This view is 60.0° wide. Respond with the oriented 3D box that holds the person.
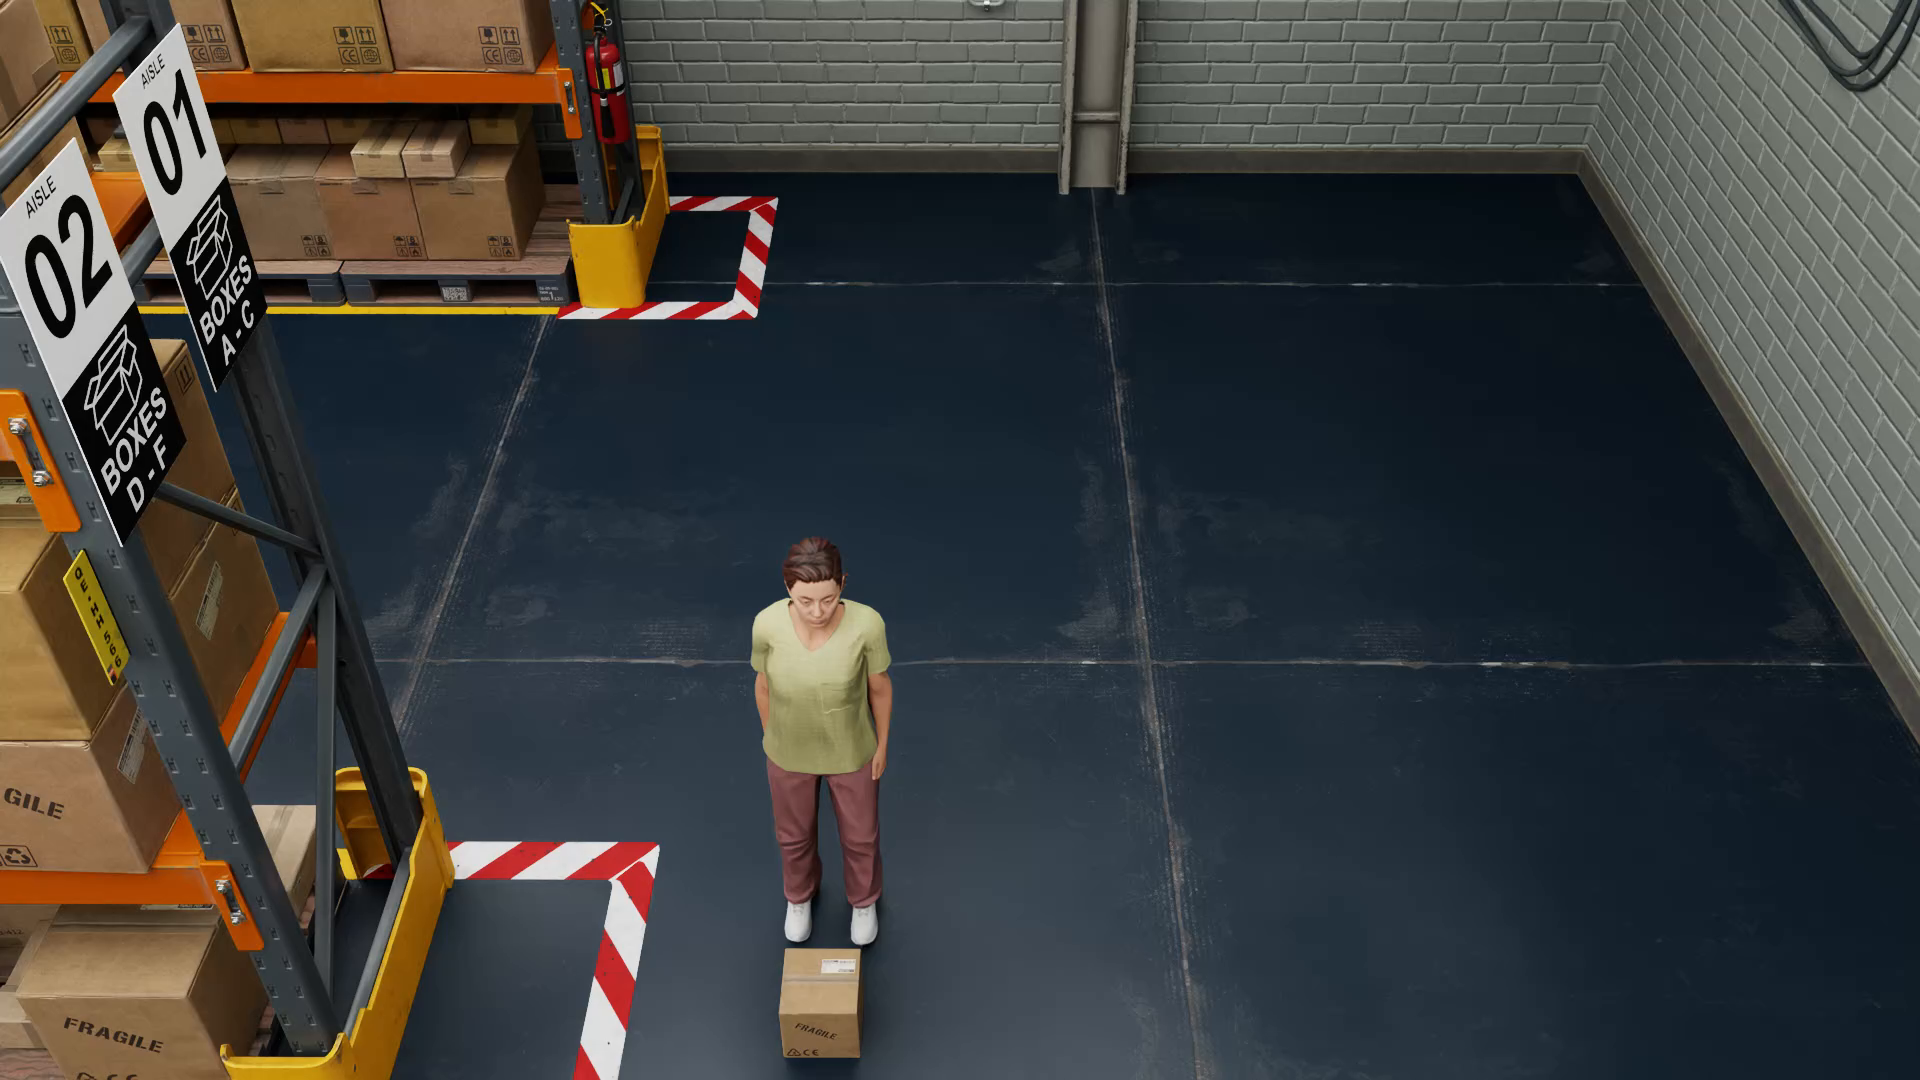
[{"bbox_3d":[-0.433,0.662,5.366,0.441,1.670,0.362,1,40,1],"label":"person"}]
